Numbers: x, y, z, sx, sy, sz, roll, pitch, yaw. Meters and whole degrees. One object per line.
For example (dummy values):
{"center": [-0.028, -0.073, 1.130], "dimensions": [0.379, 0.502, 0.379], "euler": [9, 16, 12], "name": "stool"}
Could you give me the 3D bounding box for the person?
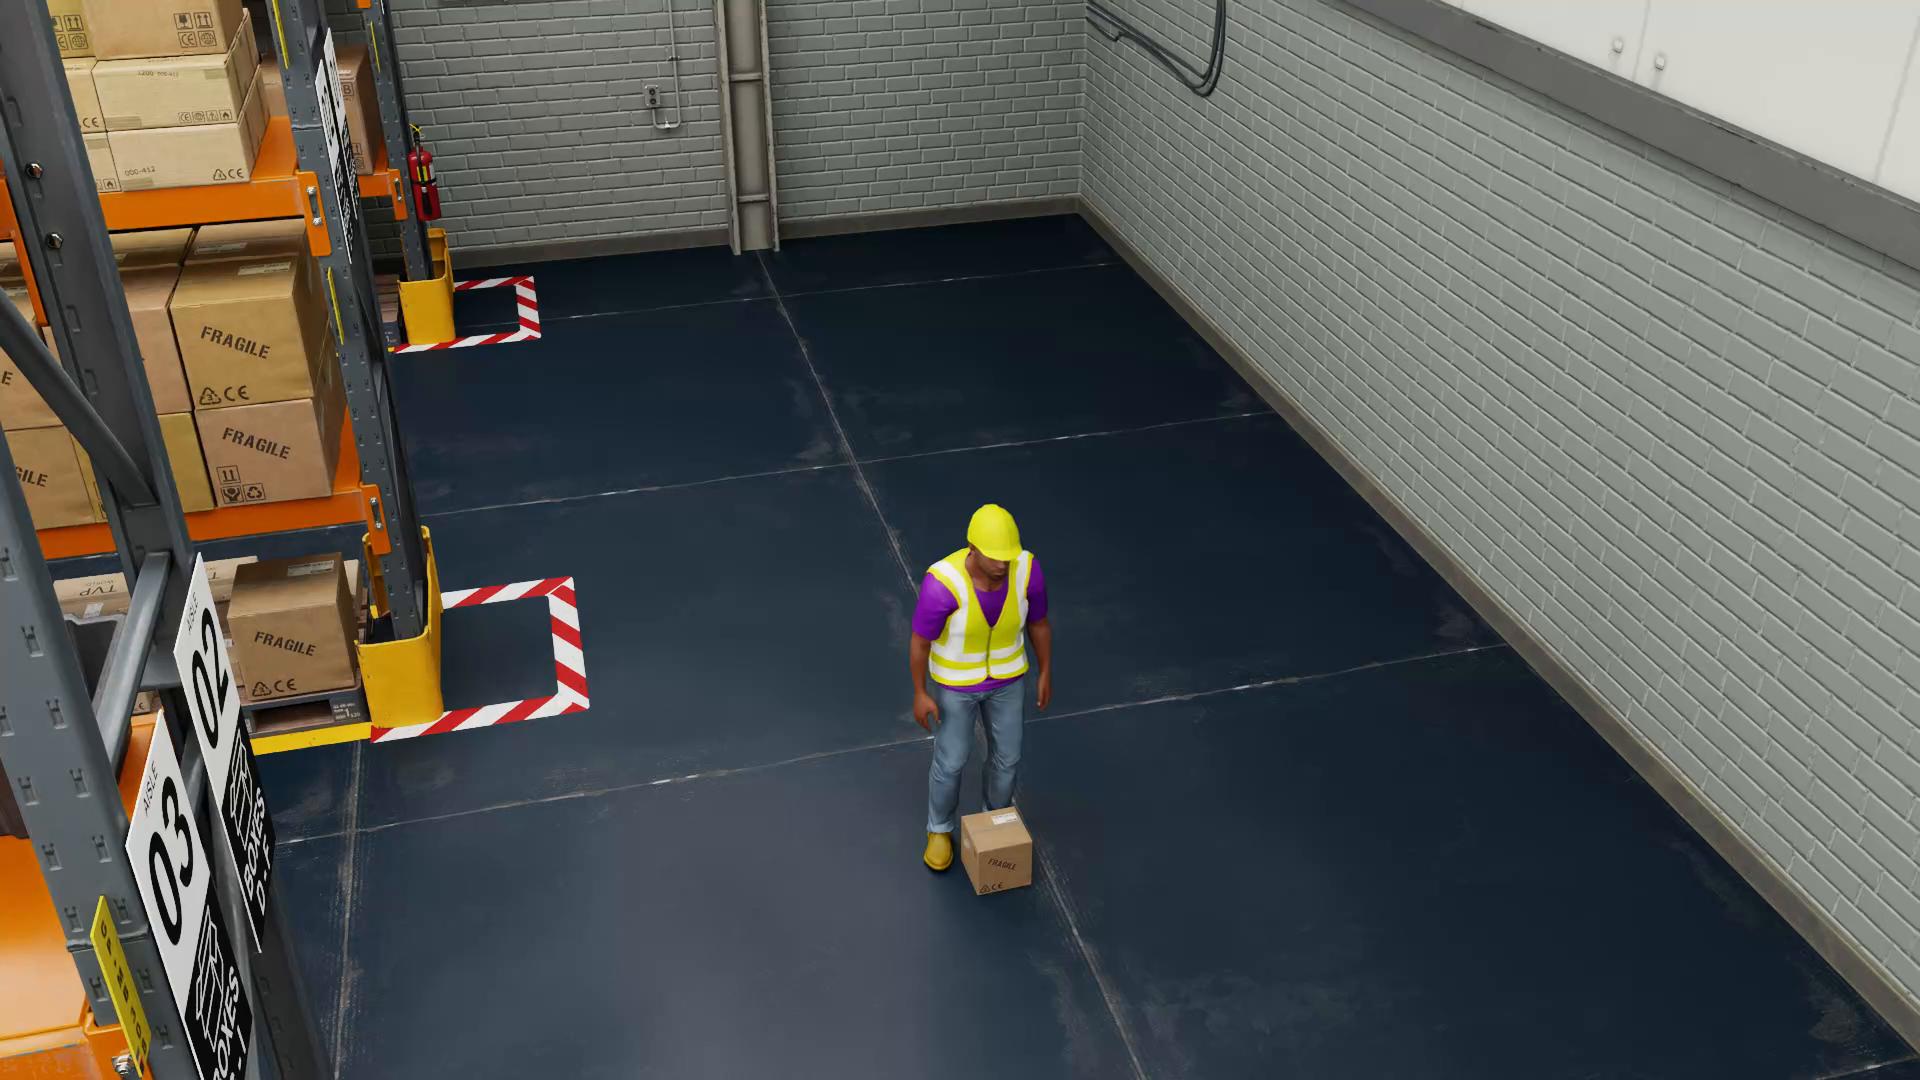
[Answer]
{"center": [0.097, 0.612, 7.165], "dimensions": [0.638, 1.761, 0.457], "euler": [-9, 31, -15], "name": "person"}
